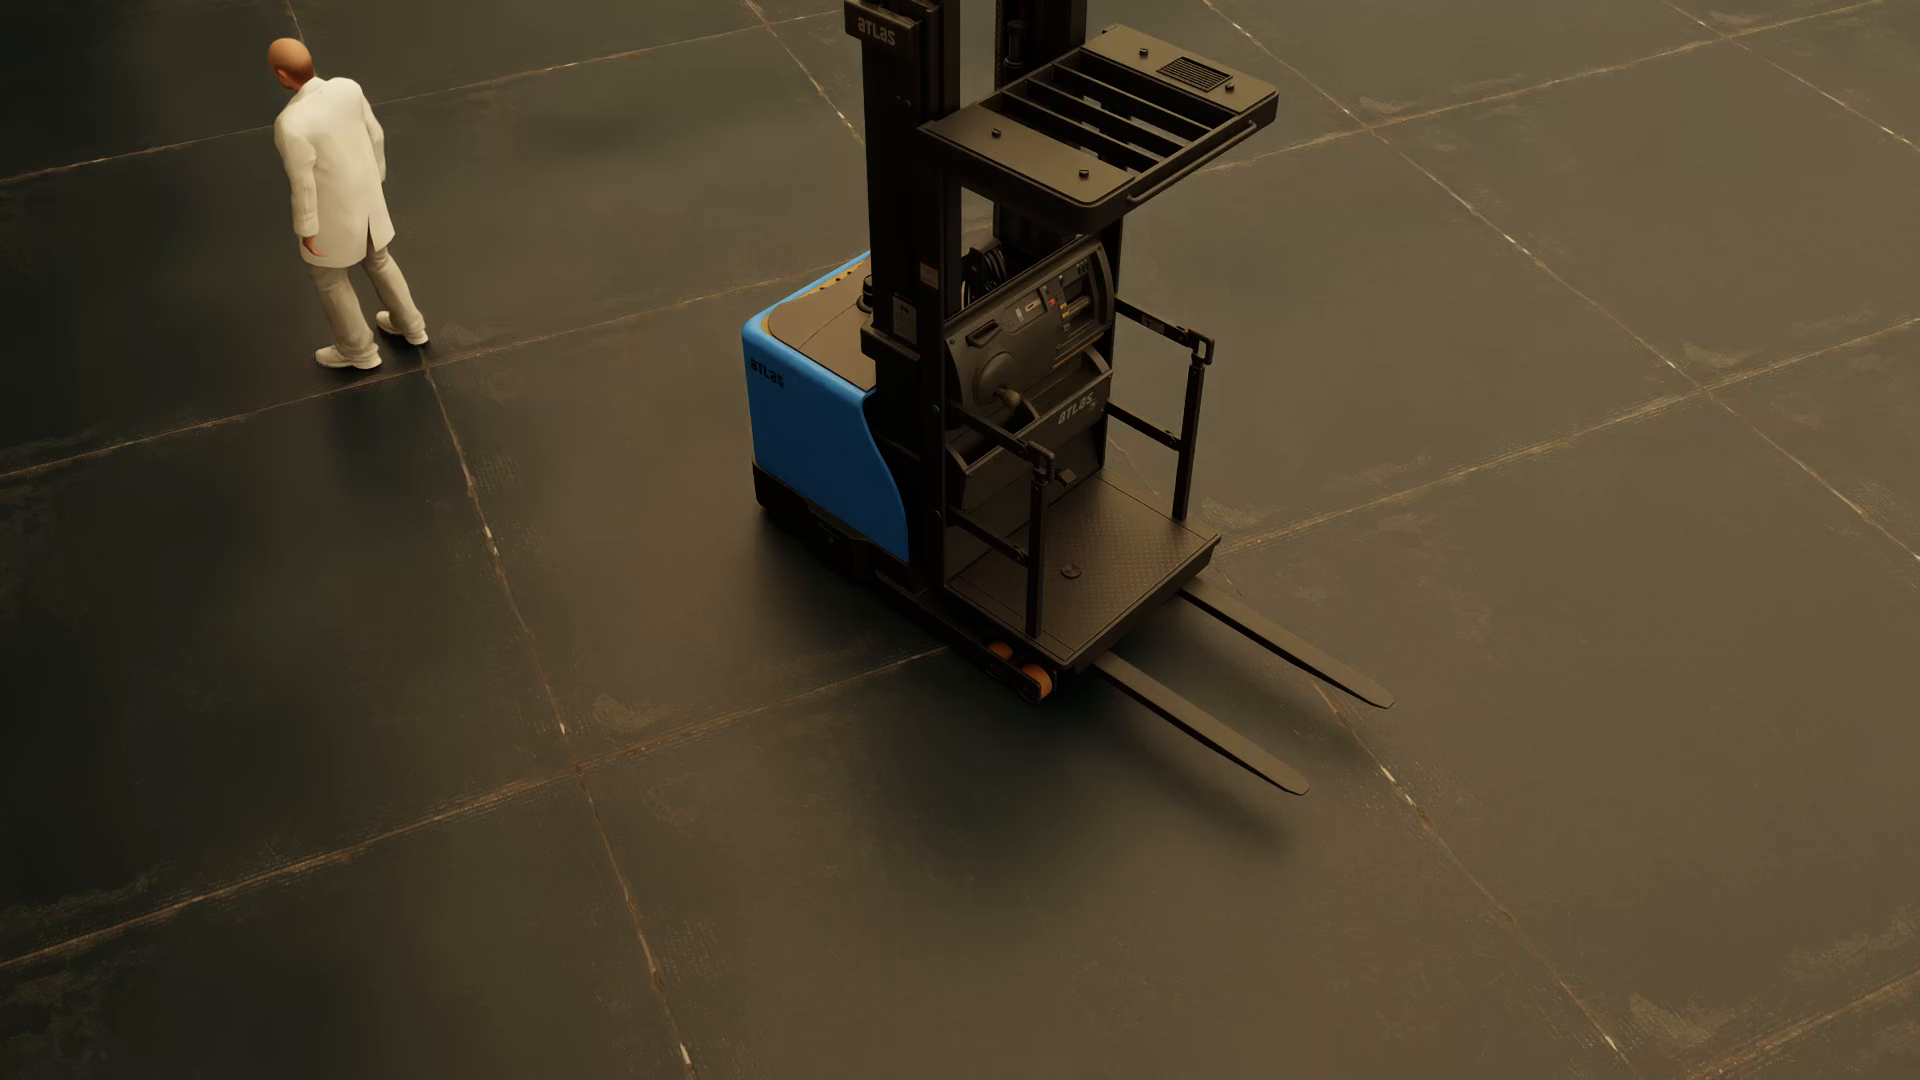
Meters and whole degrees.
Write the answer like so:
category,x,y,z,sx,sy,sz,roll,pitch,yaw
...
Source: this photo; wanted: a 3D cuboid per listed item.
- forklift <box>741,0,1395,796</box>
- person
category,x,y,z,sx,sy,sz,roll,pitch,yaw
forklift,0.445,-0.788,6.525,3.031,2.935,1.130,32,52,30
person,-3.125,-1.682,8.341,0.465,1.781,0.653,19,46,19
